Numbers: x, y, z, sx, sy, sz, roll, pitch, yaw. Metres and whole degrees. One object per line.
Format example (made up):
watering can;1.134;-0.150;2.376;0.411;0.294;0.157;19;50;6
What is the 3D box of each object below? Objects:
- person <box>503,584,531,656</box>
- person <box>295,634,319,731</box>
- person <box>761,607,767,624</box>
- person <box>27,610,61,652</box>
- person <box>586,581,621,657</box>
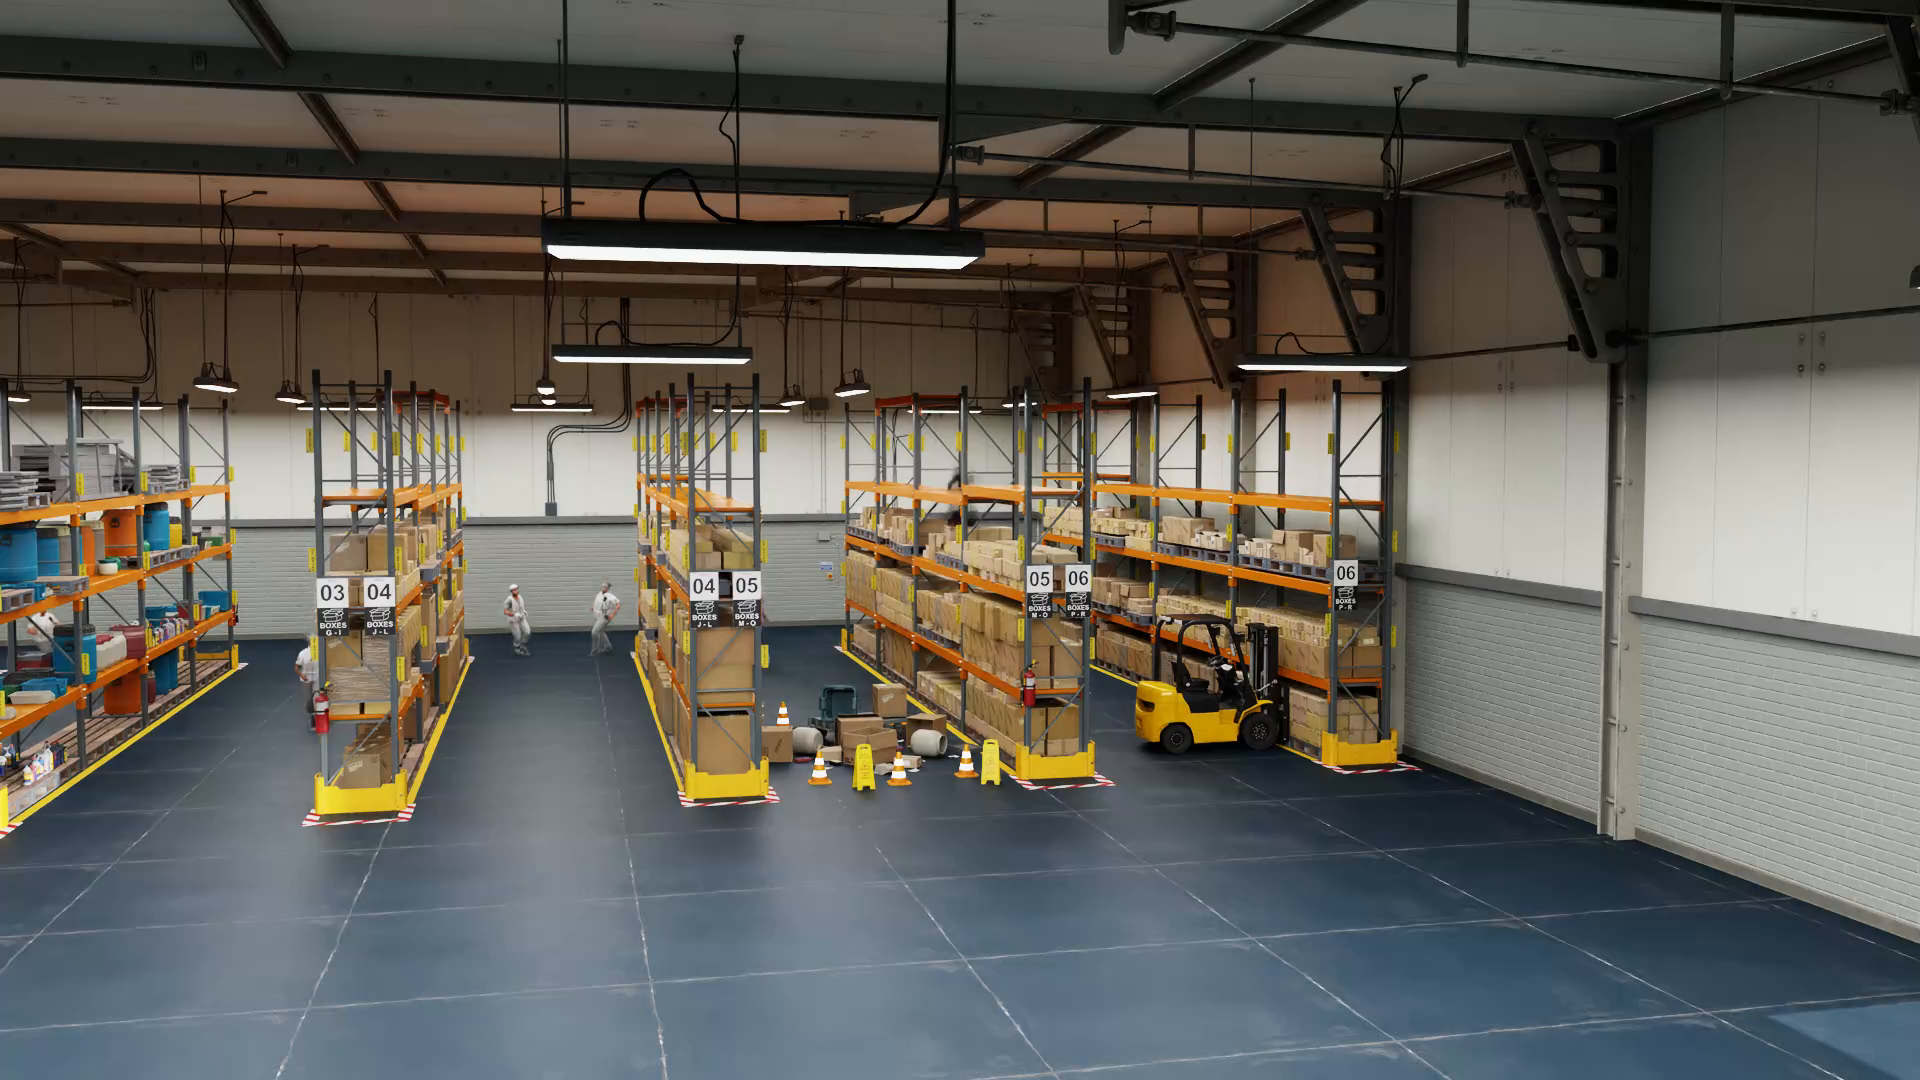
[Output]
person;-10.422;1.902;39.007;0.643;1.757;0.737;3;4;42
person;-11.407;2.481;29.309;0.584;1.689;0.774;-1;4;-20
person;-4.718;2.030;37.956;0.527;1.539;0.550;-1;4;-24
person;-19.600;2.158;35.609;0.648;1.641;0.735;-3;4;-39
person;-8.465;1.872;39.359;0.763;1.813;0.717;-3;5;-45
